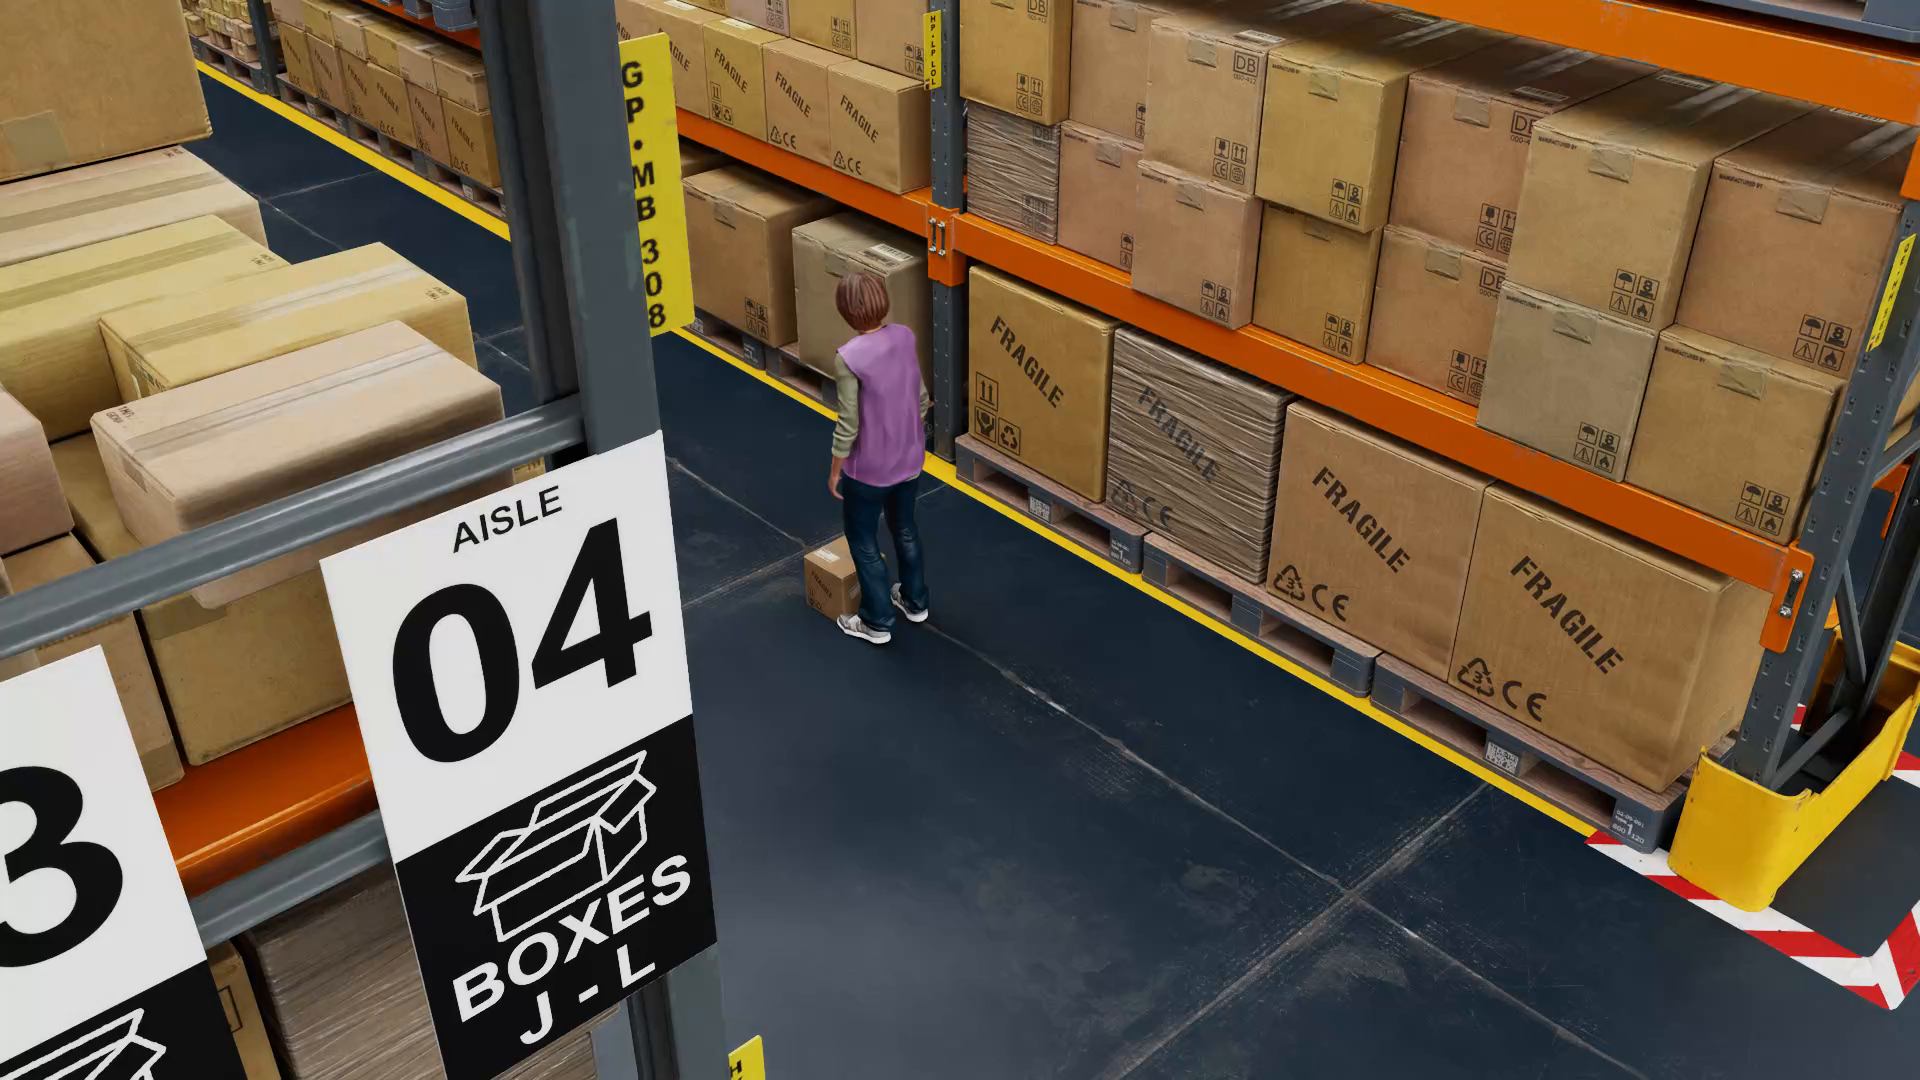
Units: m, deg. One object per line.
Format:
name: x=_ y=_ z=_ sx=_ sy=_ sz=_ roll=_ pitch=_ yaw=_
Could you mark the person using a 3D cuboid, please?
person: x=-0.321 y=-0.307 z=6.635 sx=0.462 sy=1.593 sz=0.343 roll=-26 pitch=40 yaw=-35
